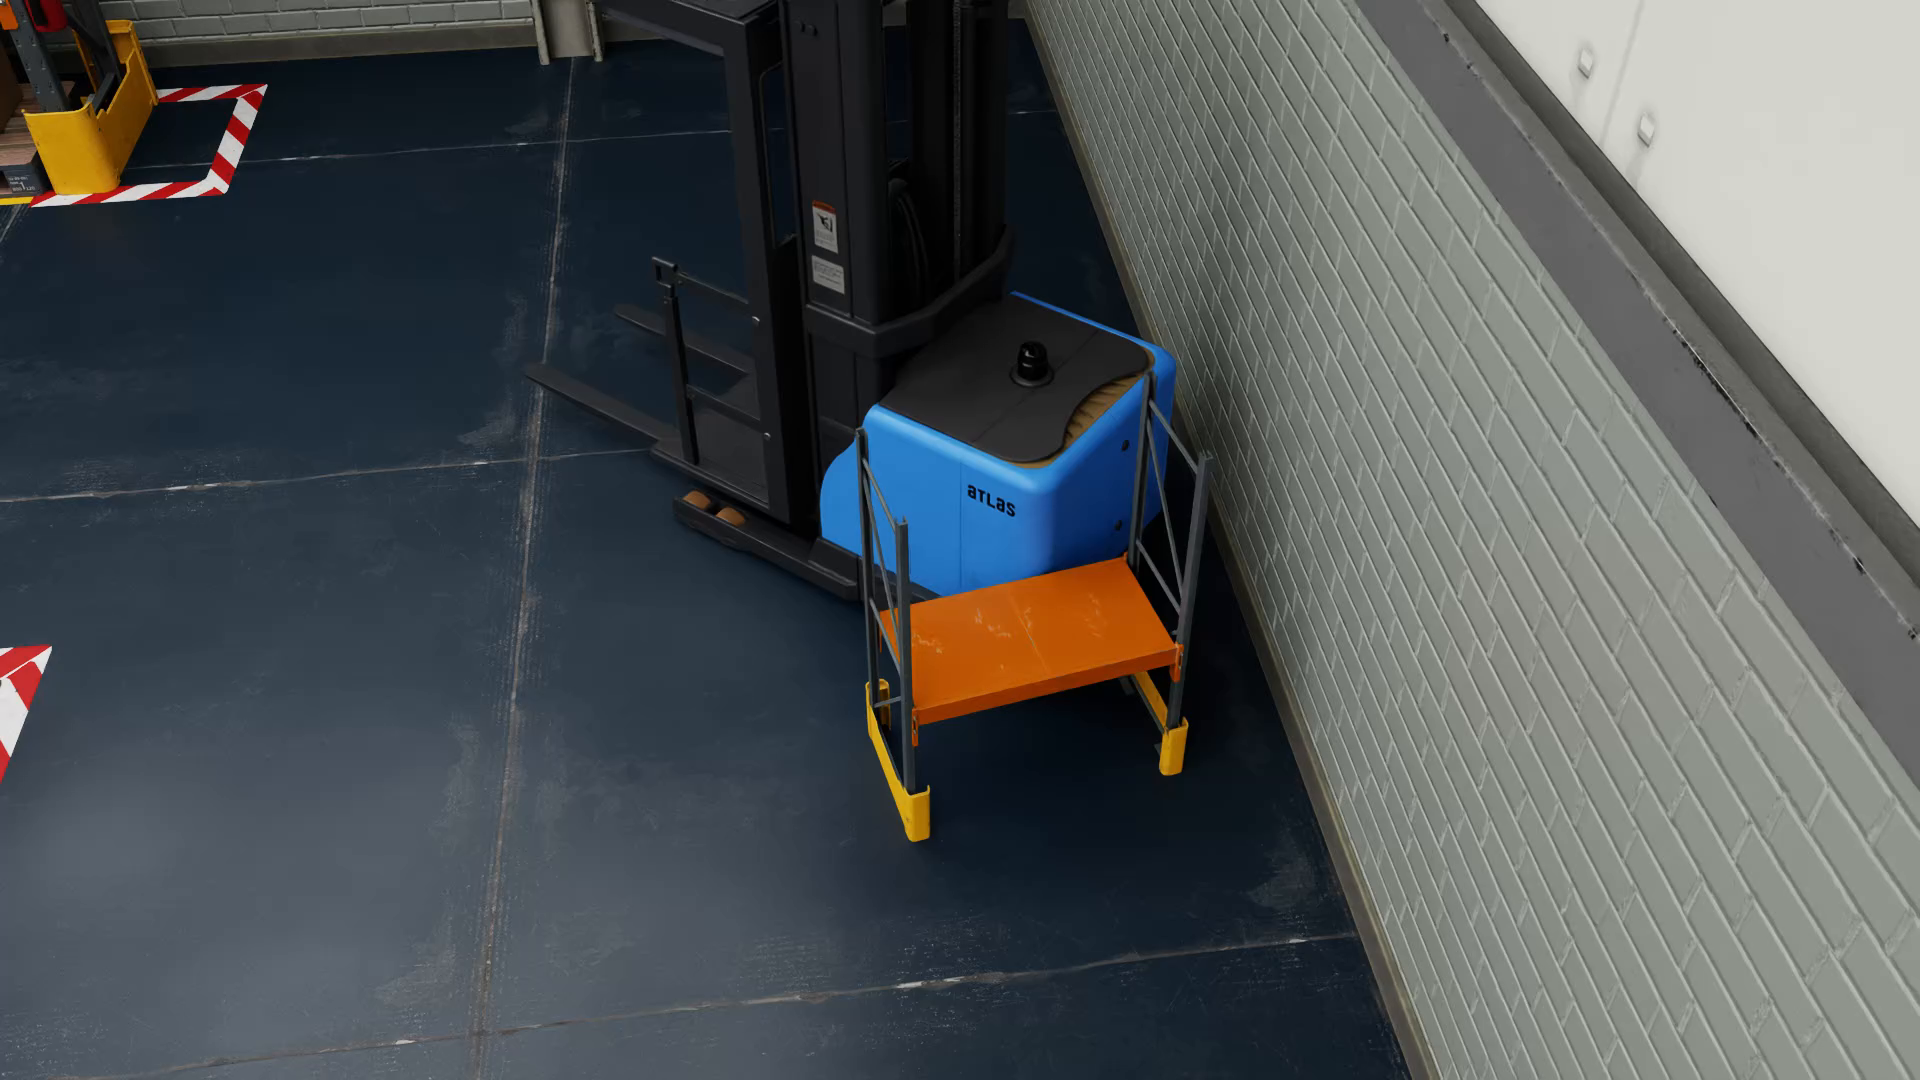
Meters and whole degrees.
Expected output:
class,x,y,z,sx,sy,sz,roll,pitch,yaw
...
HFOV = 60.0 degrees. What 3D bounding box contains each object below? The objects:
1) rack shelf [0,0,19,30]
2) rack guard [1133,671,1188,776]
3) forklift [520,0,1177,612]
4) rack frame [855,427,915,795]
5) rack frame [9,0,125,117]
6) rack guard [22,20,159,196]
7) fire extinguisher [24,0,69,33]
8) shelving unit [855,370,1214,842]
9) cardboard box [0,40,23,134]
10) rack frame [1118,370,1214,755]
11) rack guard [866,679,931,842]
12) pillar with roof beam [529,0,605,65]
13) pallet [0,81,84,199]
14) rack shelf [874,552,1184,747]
class,x,y,z,sx,sy,sz,roll,pitch,yaw
rack shelf,-7.047,-3.018,8.894,4.000,0.370,1.077,-5,42,-6
rack guard,0.716,0.605,6.393,0.087,0.250,0.587,-12,43,-13
forklift,-0.639,-1.324,6.530,3.031,2.935,1.130,25,48,25
rack frame,-0.250,0.351,5.741,0.032,1.500,0.500,-12,43,-13
rack frame,-5.064,-3.459,8.845,0.127,3.000,1.000,-5,42,-6
rack guard,-5.041,-2.533,9.685,0.348,0.500,1.175,-5,42,-6
fire extinguisher,-4.855,-2.998,8.671,0.183,0.674,0.296,-5,42,-6
shelving unit,0.243,0.244,5.860,1.083,1.500,0.587,-12,43,-13
cardboard box,-5.745,-2.559,9.401,0.500,0.500,0.700,-5,42,-6
rack frame,0.717,0.140,5.975,0.032,1.500,0.500,-12,43,-13
rack guard,-0.231,0.811,6.164,0.087,0.250,0.587,-12,43,-13
pillar with roof beam,-1.941,-3.636,4.563,0.400,9.000,9.100,-5,42,-6
pallet,-5.847,-2.302,9.645,1.213,0.211,1.003,-5,42,-6
rack shelf,0.234,0.379,5.979,1.000,0.185,0.538,-12,43,-13
